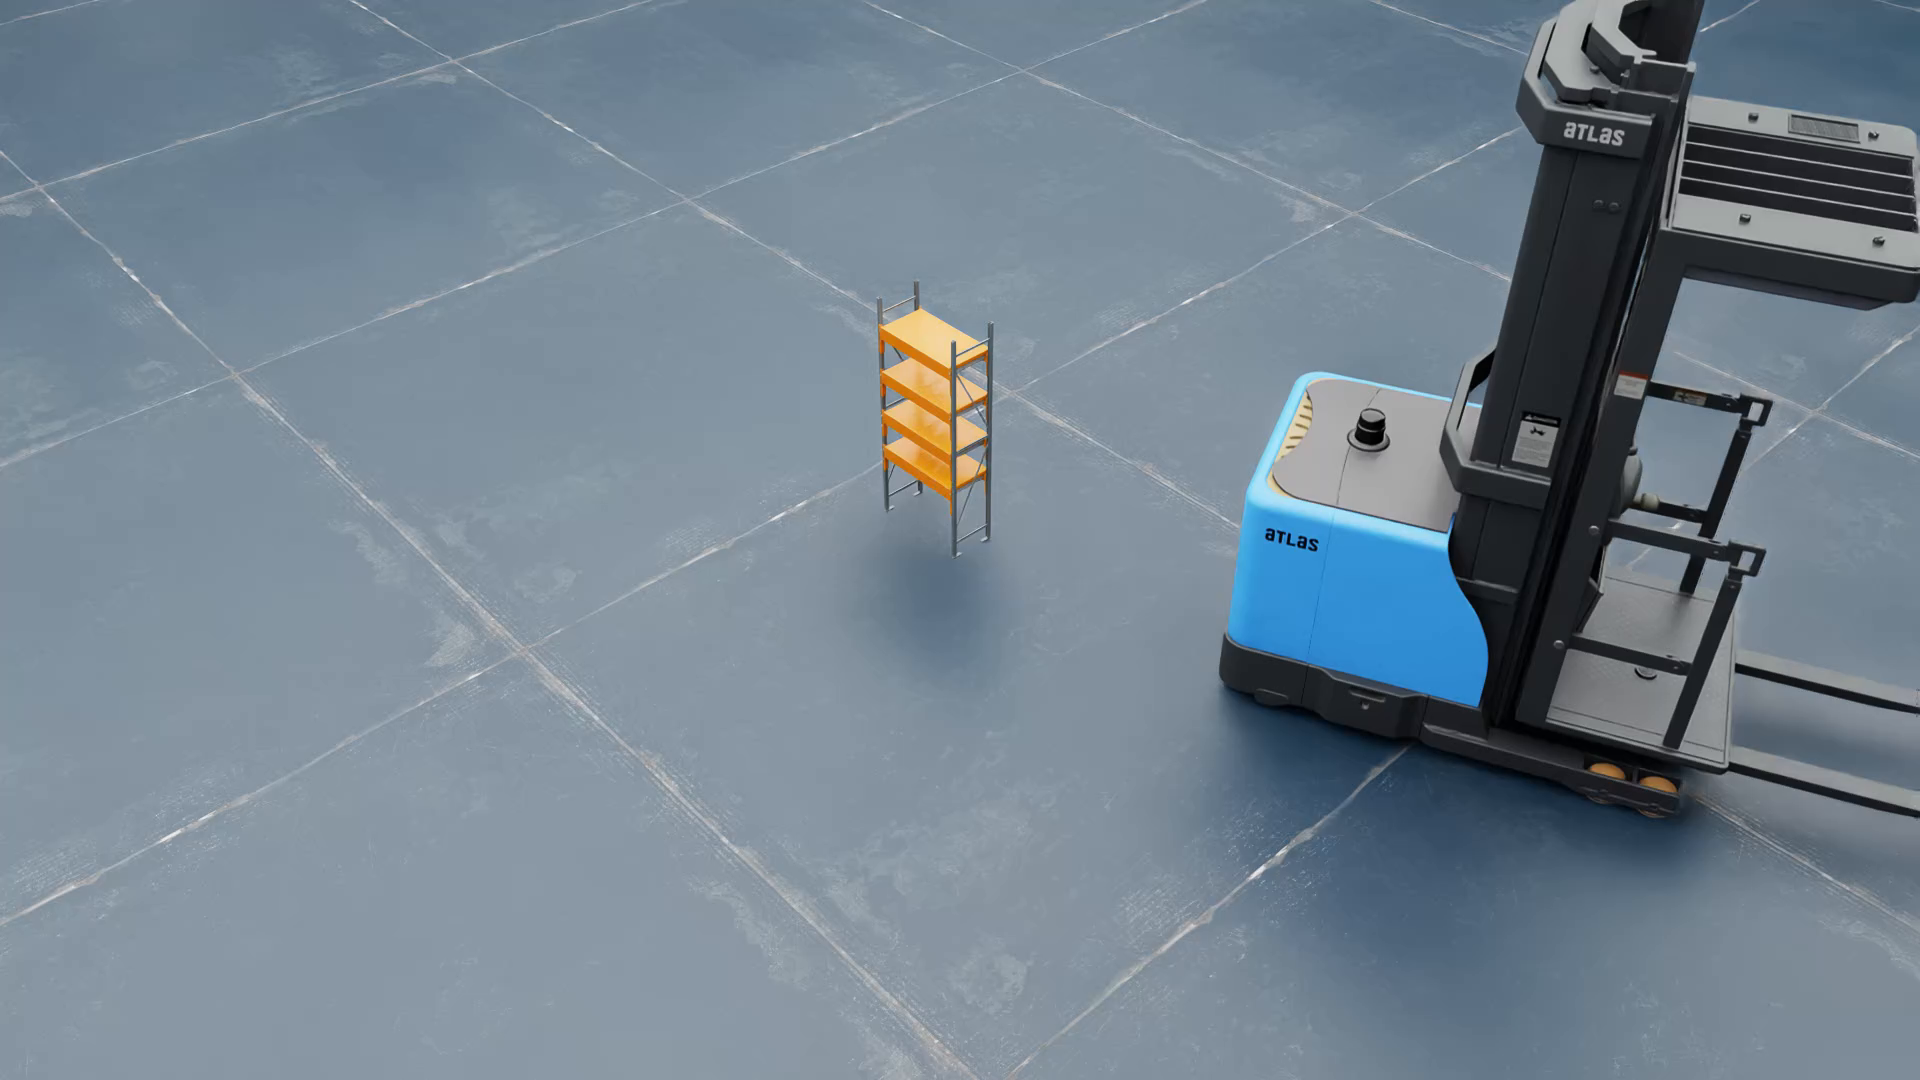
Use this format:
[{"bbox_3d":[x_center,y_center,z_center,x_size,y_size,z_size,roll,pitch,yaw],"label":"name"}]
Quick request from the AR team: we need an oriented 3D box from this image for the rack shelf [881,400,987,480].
[{"bbox_3d":[-0.112,-0.491,7.718,0.258,0.148,0.480,-30,48,-32],"label":"rack shelf"}]

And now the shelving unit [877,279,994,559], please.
[{"bbox_3d":[-0.112,-0.543,7.676,0.258,1.200,0.503,-30,48,-32],"label":"shelving unit"}]

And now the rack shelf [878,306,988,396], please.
[{"bbox_3d":[-0.112,-0.849,7.429,0.258,0.148,0.480,-30,48,-32],"label":"rack shelf"}]

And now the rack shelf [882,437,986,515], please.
[{"bbox_3d":[-0.112,-0.337,7.843,0.258,0.148,0.480,-30,48,-32],"label":"rack shelf"}]

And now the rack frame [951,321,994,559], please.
[{"bbox_3d":[0.053,-0.430,7.536,0.240,1.200,0.015,-30,48,-32],"label":"rack frame"}]

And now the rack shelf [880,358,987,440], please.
[{"bbox_3d":[-0.112,-0.665,7.577,0.258,0.148,0.480,-30,48,-32],"label":"rack shelf"}]

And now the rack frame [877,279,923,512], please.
[{"bbox_3d":[-0.277,-0.656,7.816,0.240,1.200,0.015,-30,48,-32],"label":"rack frame"}]

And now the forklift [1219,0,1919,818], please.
[{"bbox_3d":[2.679,-0.420,6.145,3.031,2.935,1.130,14,41,17],"label":"forklift"}]
